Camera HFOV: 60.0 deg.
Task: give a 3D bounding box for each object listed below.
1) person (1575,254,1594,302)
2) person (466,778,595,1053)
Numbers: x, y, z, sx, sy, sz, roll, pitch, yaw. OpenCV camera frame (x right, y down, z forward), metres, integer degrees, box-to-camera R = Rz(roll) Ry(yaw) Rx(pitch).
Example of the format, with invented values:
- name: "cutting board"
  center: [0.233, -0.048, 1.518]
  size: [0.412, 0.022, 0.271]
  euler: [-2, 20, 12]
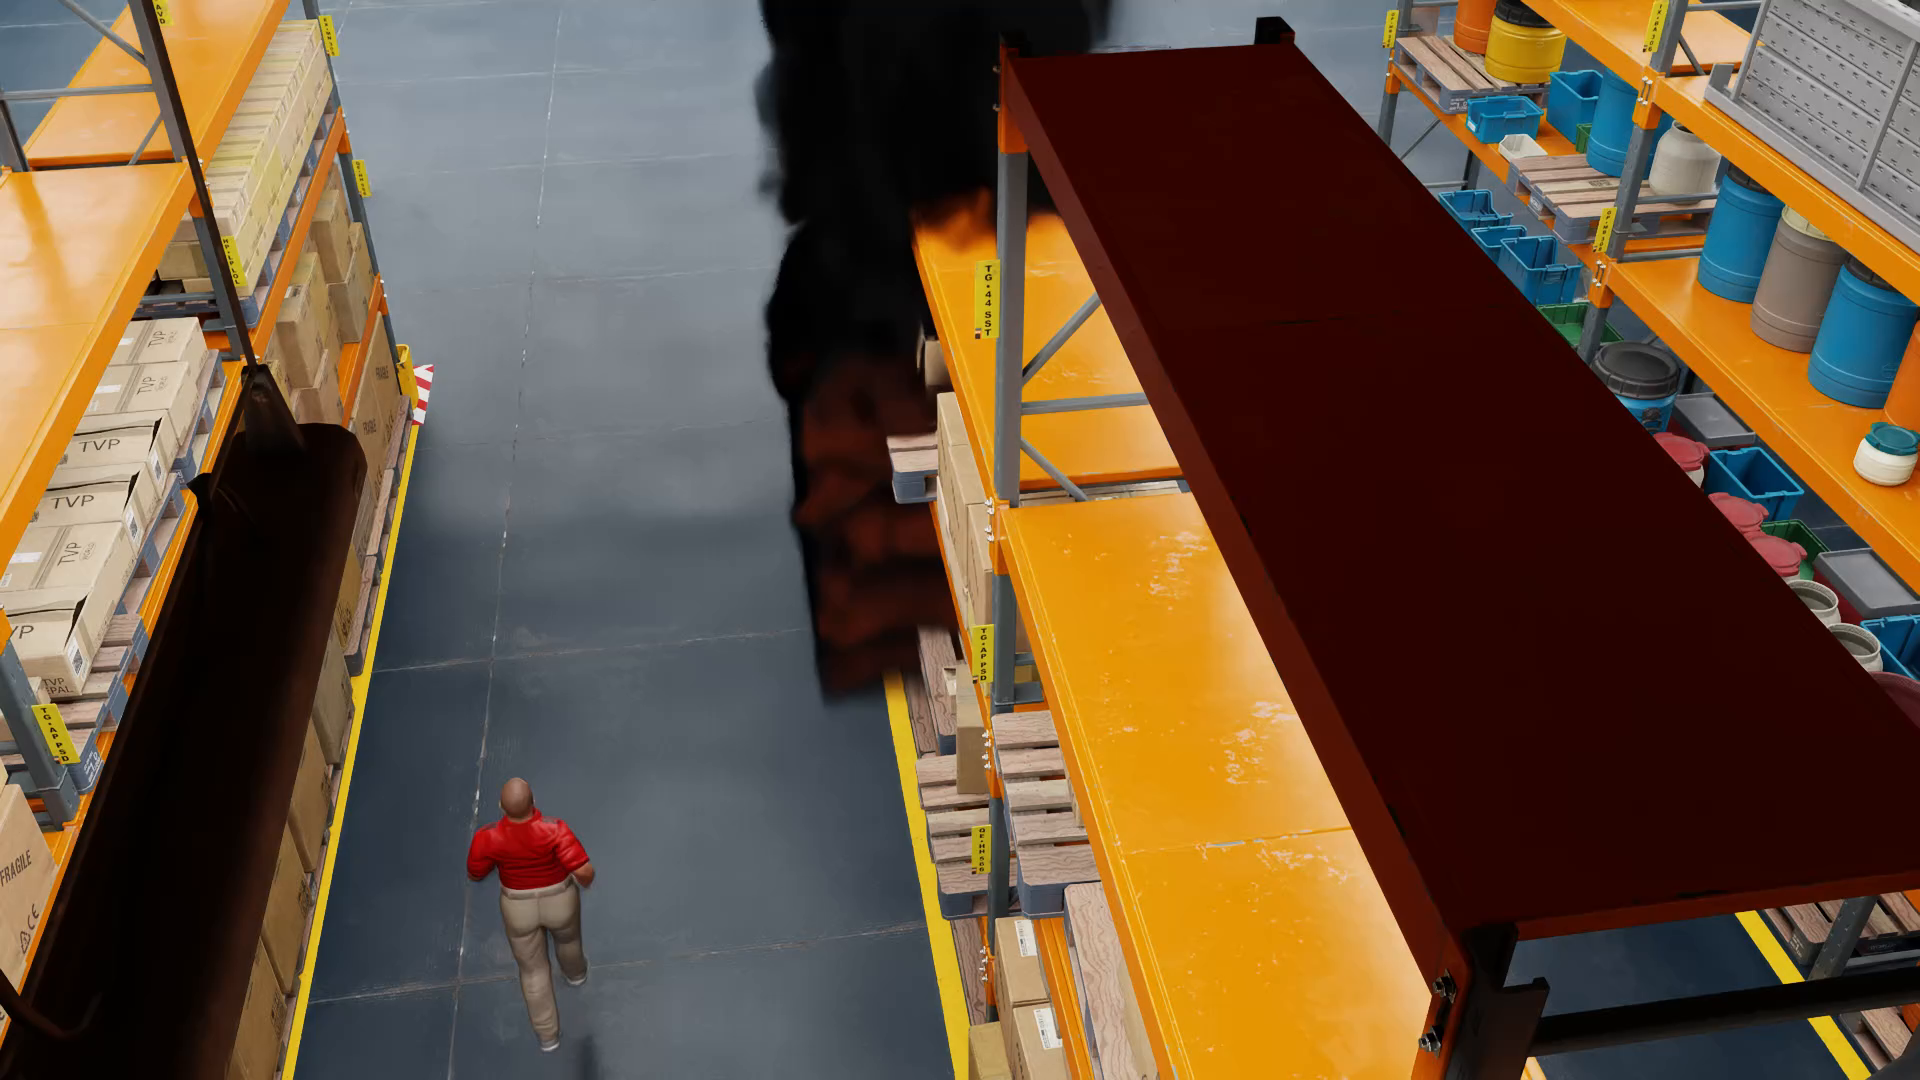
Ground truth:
- name: "person"
  center: [5.923, -2.960, 15.560]
  size: [0.676, 1.754, 0.601]
  euler: [-19, 40, -24]
- name: "person"
  center: [-2.235, 1.937, 8.852]
  size: [0.652, 1.764, 0.788]
  euler: [-8, 37, -11]
